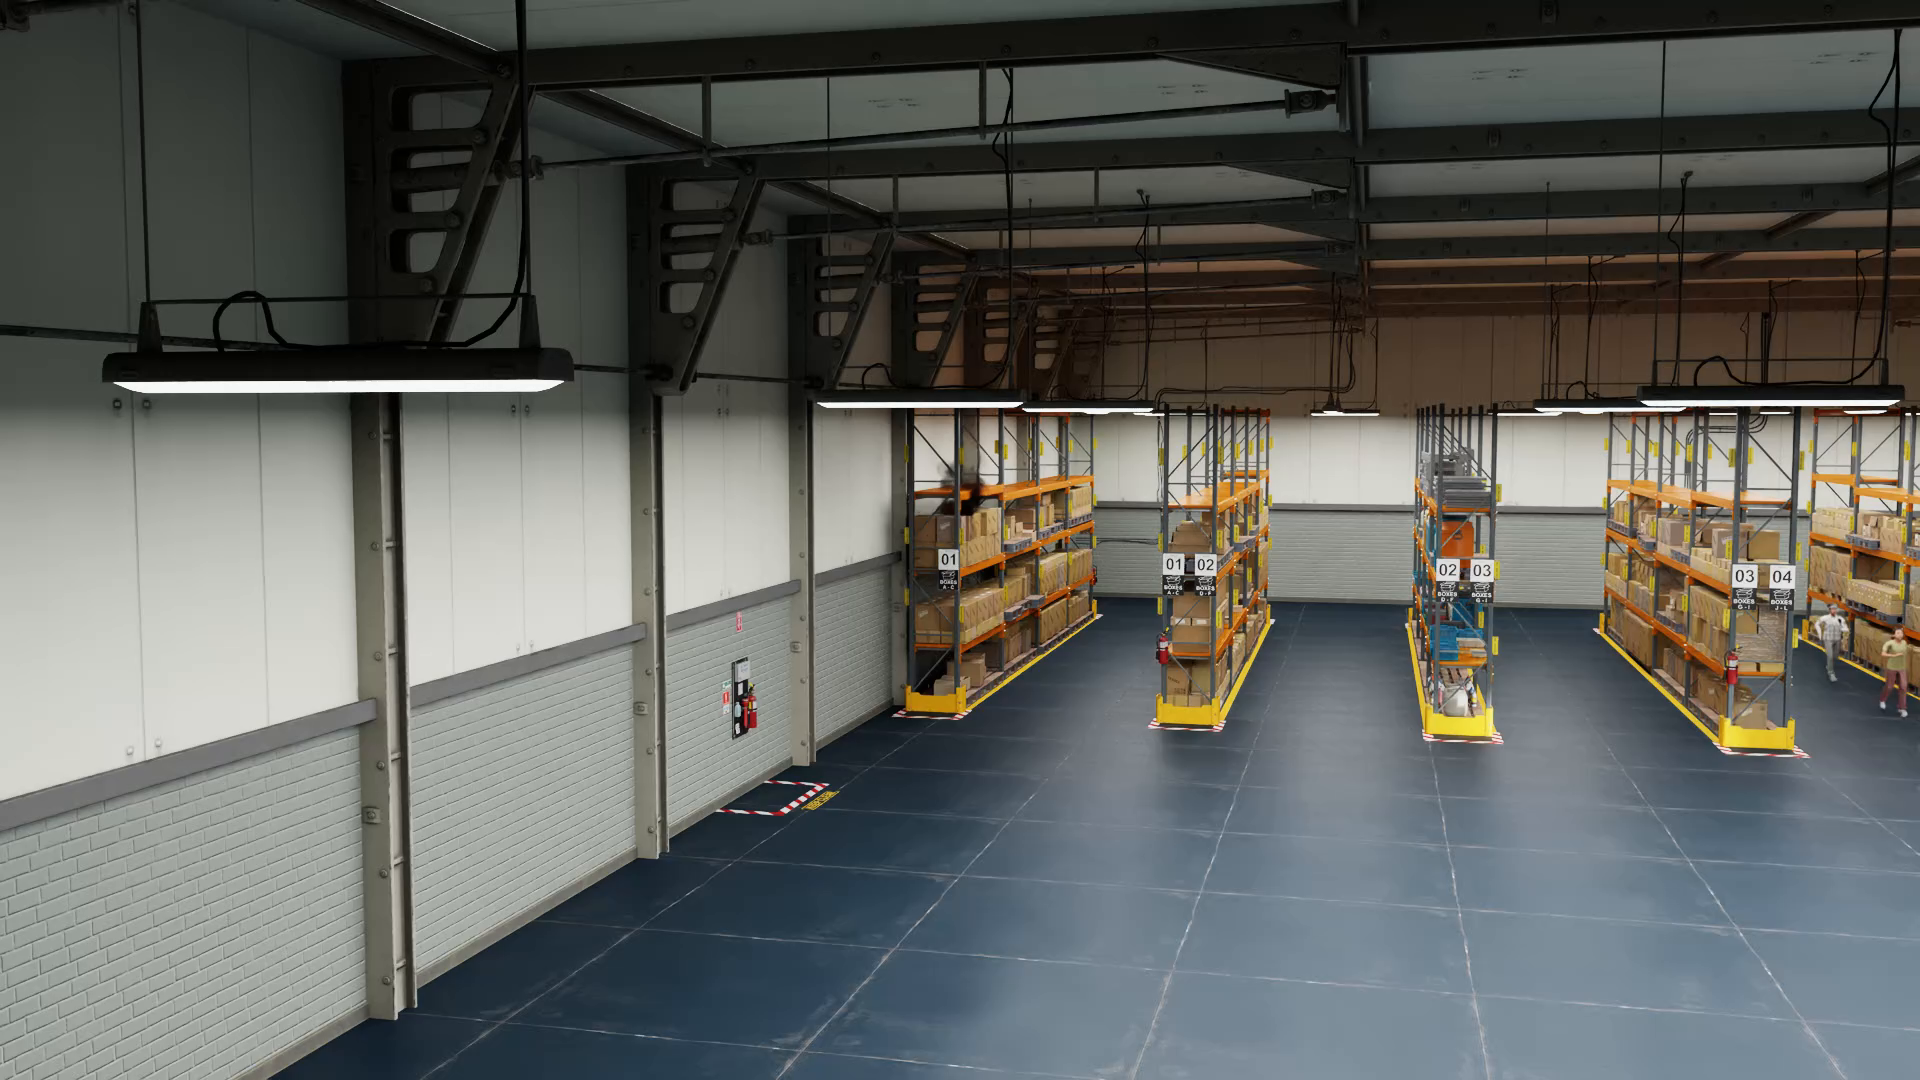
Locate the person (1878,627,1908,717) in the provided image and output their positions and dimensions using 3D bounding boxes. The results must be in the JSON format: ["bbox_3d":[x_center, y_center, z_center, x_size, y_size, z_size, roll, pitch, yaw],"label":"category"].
[{"bbox_3d":[18.109,2.518,32.215,0.585,1.679,0.924,0,4,3],"label":"person"}]

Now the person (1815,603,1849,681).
[{"bbox_3d":[19.112,2.203,36.430,0.611,1.681,0.921,1,4,10],"label":"person"}]

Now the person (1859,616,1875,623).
[{"bbox_3d":[23.785,1.684,43.563,0.718,1.733,0.854,-2,4,-22],"label":"person"}]
